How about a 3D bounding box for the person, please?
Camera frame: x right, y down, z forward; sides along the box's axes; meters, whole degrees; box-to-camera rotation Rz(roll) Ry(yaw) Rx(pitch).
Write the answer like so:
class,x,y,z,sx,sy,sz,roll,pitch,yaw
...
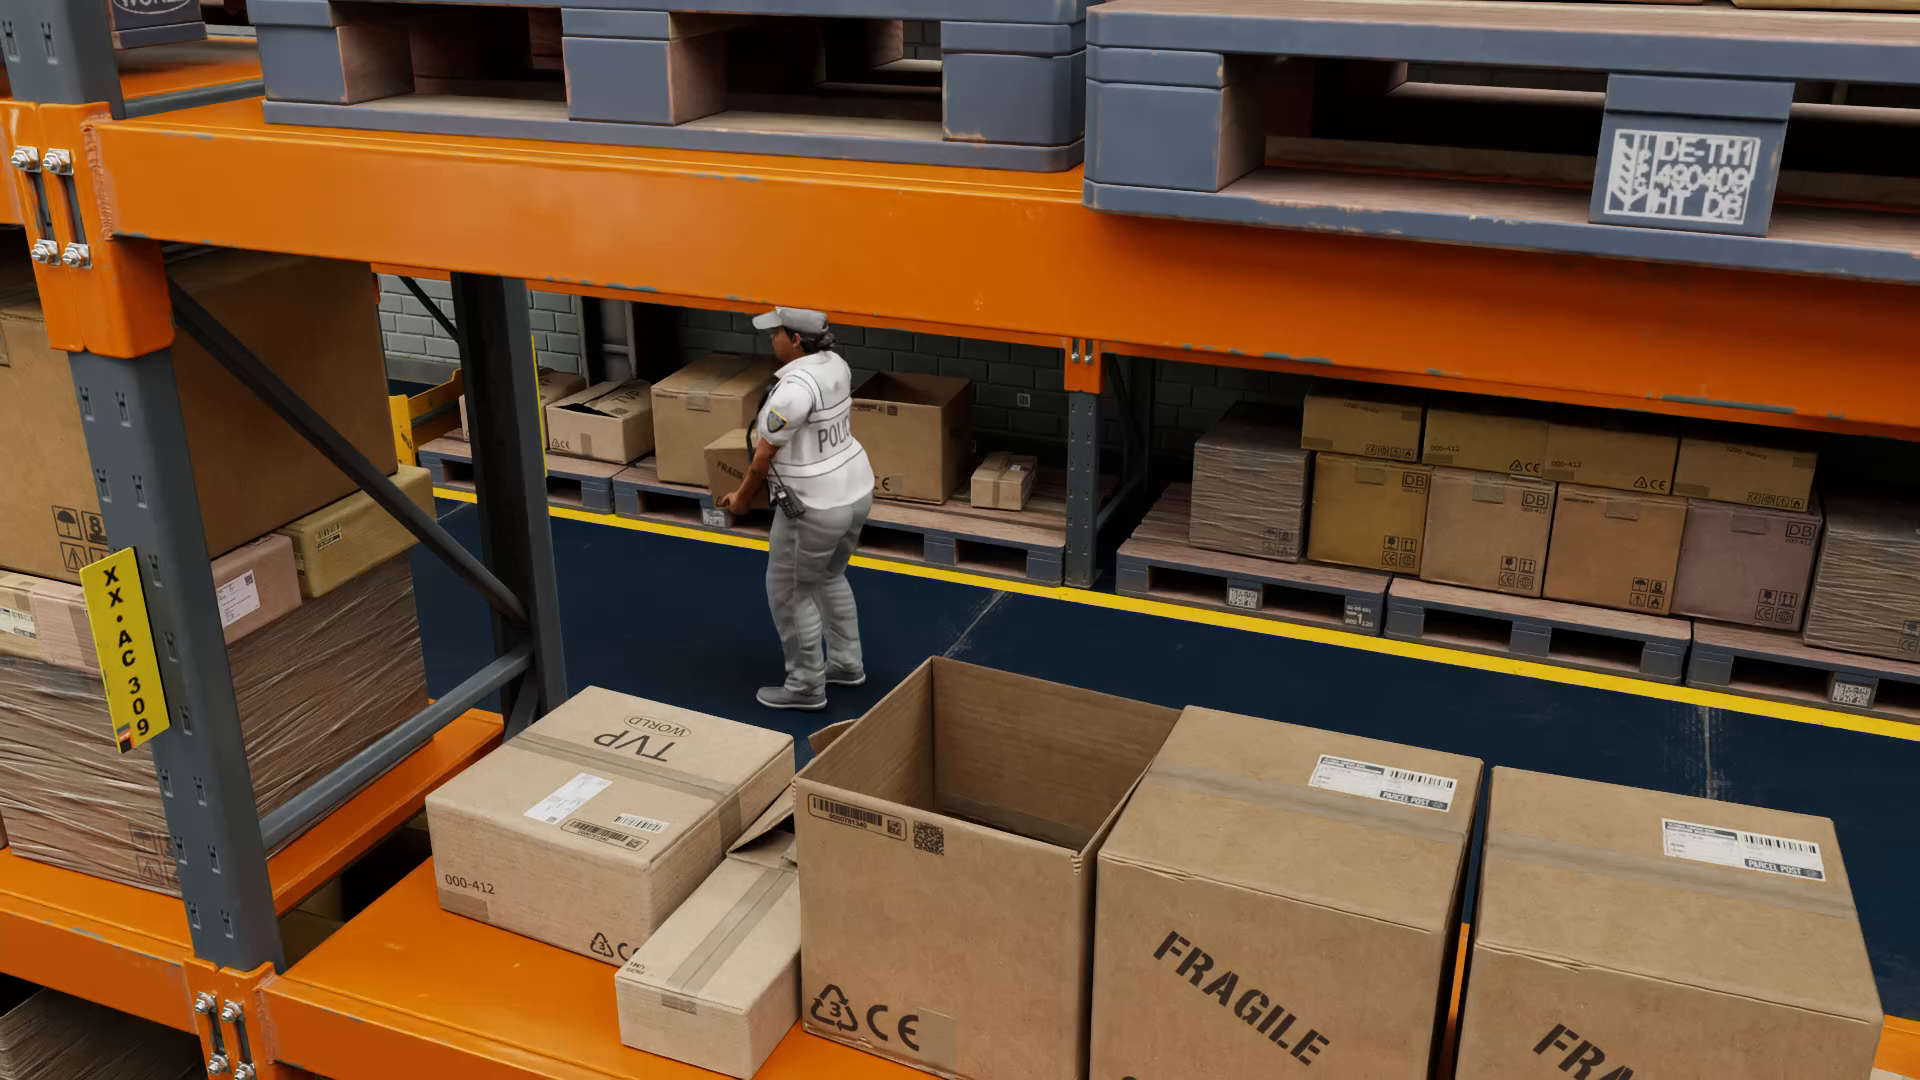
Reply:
class,x,y,z,sx,sy,sz,roll,pitch,yaw
person,-0.623,-0.140,6.445,0.552,1.661,0.452,8,24,19
